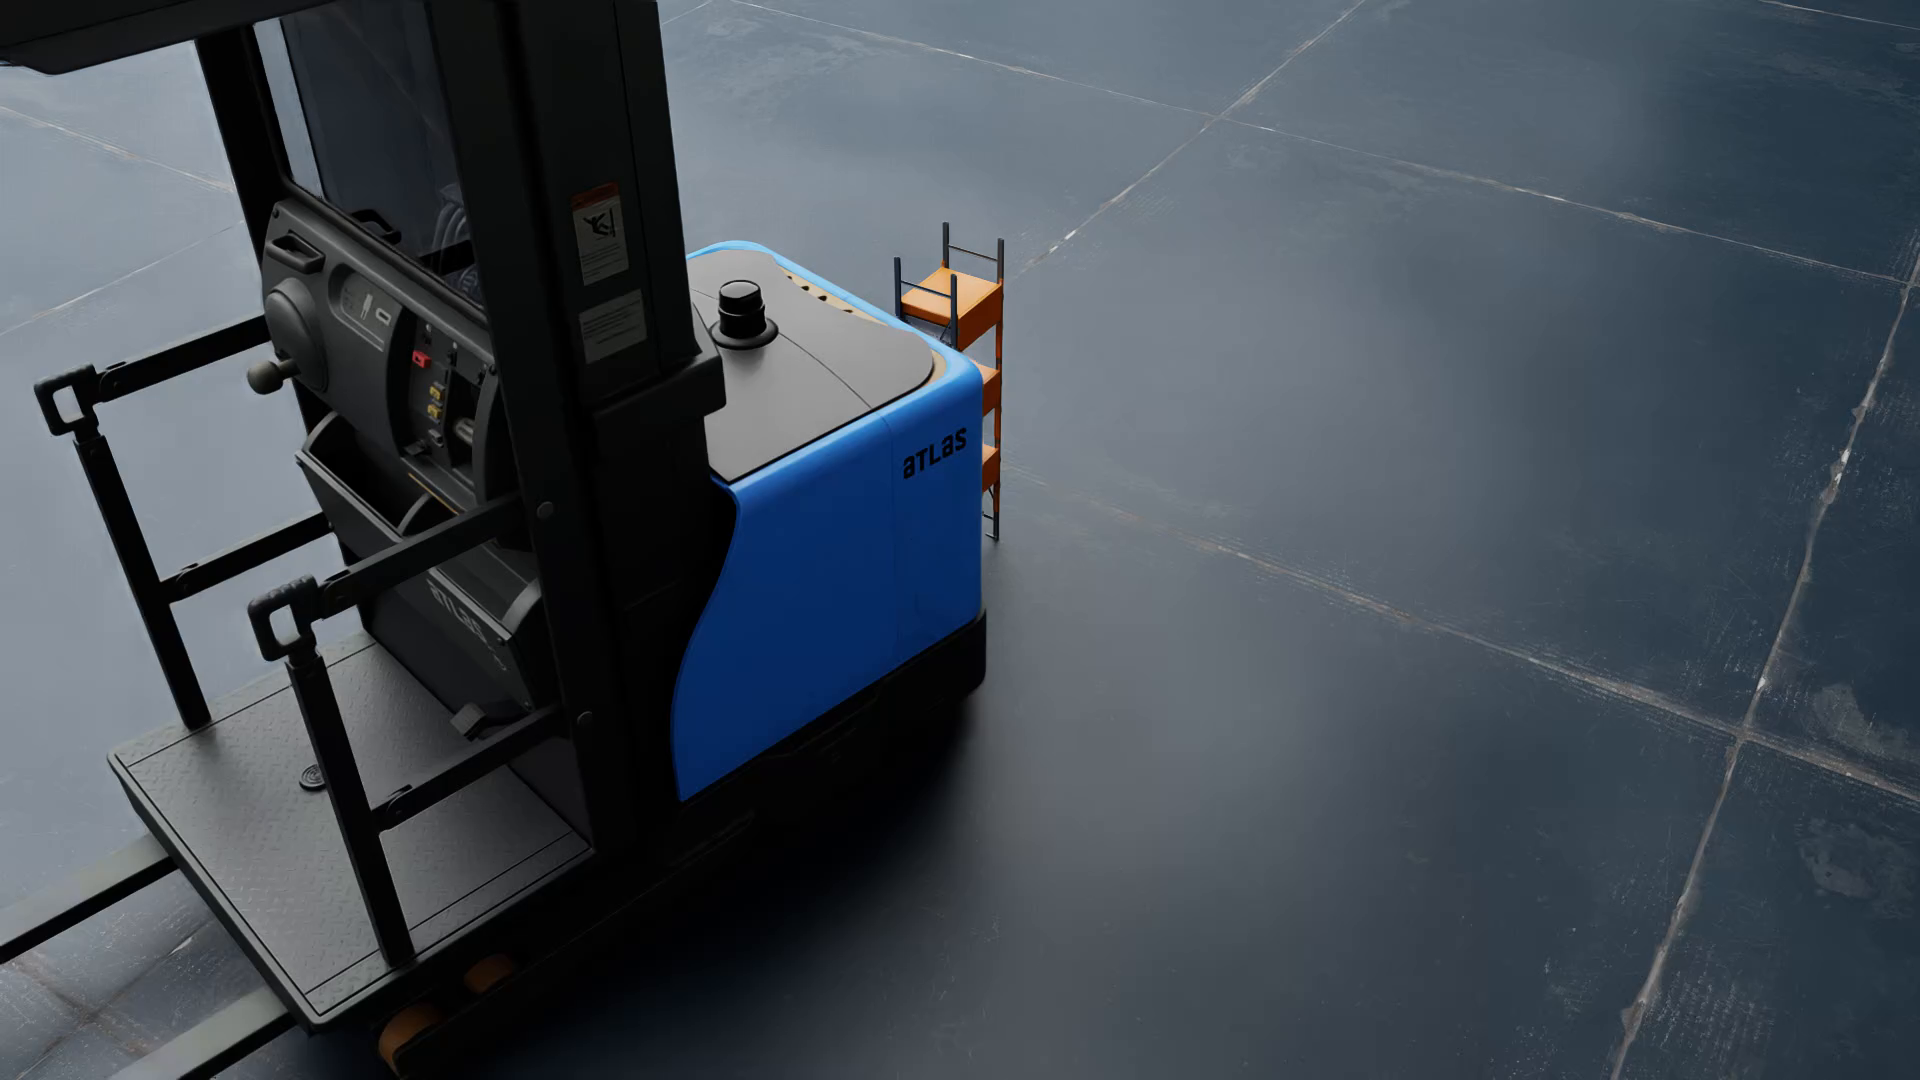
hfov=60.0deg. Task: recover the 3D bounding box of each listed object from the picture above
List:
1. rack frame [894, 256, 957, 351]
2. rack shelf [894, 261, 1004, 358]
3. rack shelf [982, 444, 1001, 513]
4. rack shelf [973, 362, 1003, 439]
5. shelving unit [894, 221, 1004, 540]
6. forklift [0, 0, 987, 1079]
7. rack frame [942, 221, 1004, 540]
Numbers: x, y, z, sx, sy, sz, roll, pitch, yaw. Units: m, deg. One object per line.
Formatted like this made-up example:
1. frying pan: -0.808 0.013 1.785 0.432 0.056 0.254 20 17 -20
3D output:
1. rack frame: -0.094 -0.325 4.812 0.200 1.050 0.008 21 42 25
2. rack shelf: -0.029 -0.605 4.727 0.215 0.259 0.240 21 42 25
3. rack shelf: -0.029 -0.160 5.070 0.215 0.259 0.240 21 42 25
4. rack shelf: -0.029 -0.380 4.900 0.215 0.259 0.240 21 42 25
5. shelving unit: -0.029 -0.388 4.894 0.215 1.050 0.252 21 42 25
6. forklift: -1.339 -0.326 3.272 3.031 2.935 1.130 -30 47 -33
7. rack frame: 0.037 -0.451 4.975 0.200 1.050 0.008 21 42 25
